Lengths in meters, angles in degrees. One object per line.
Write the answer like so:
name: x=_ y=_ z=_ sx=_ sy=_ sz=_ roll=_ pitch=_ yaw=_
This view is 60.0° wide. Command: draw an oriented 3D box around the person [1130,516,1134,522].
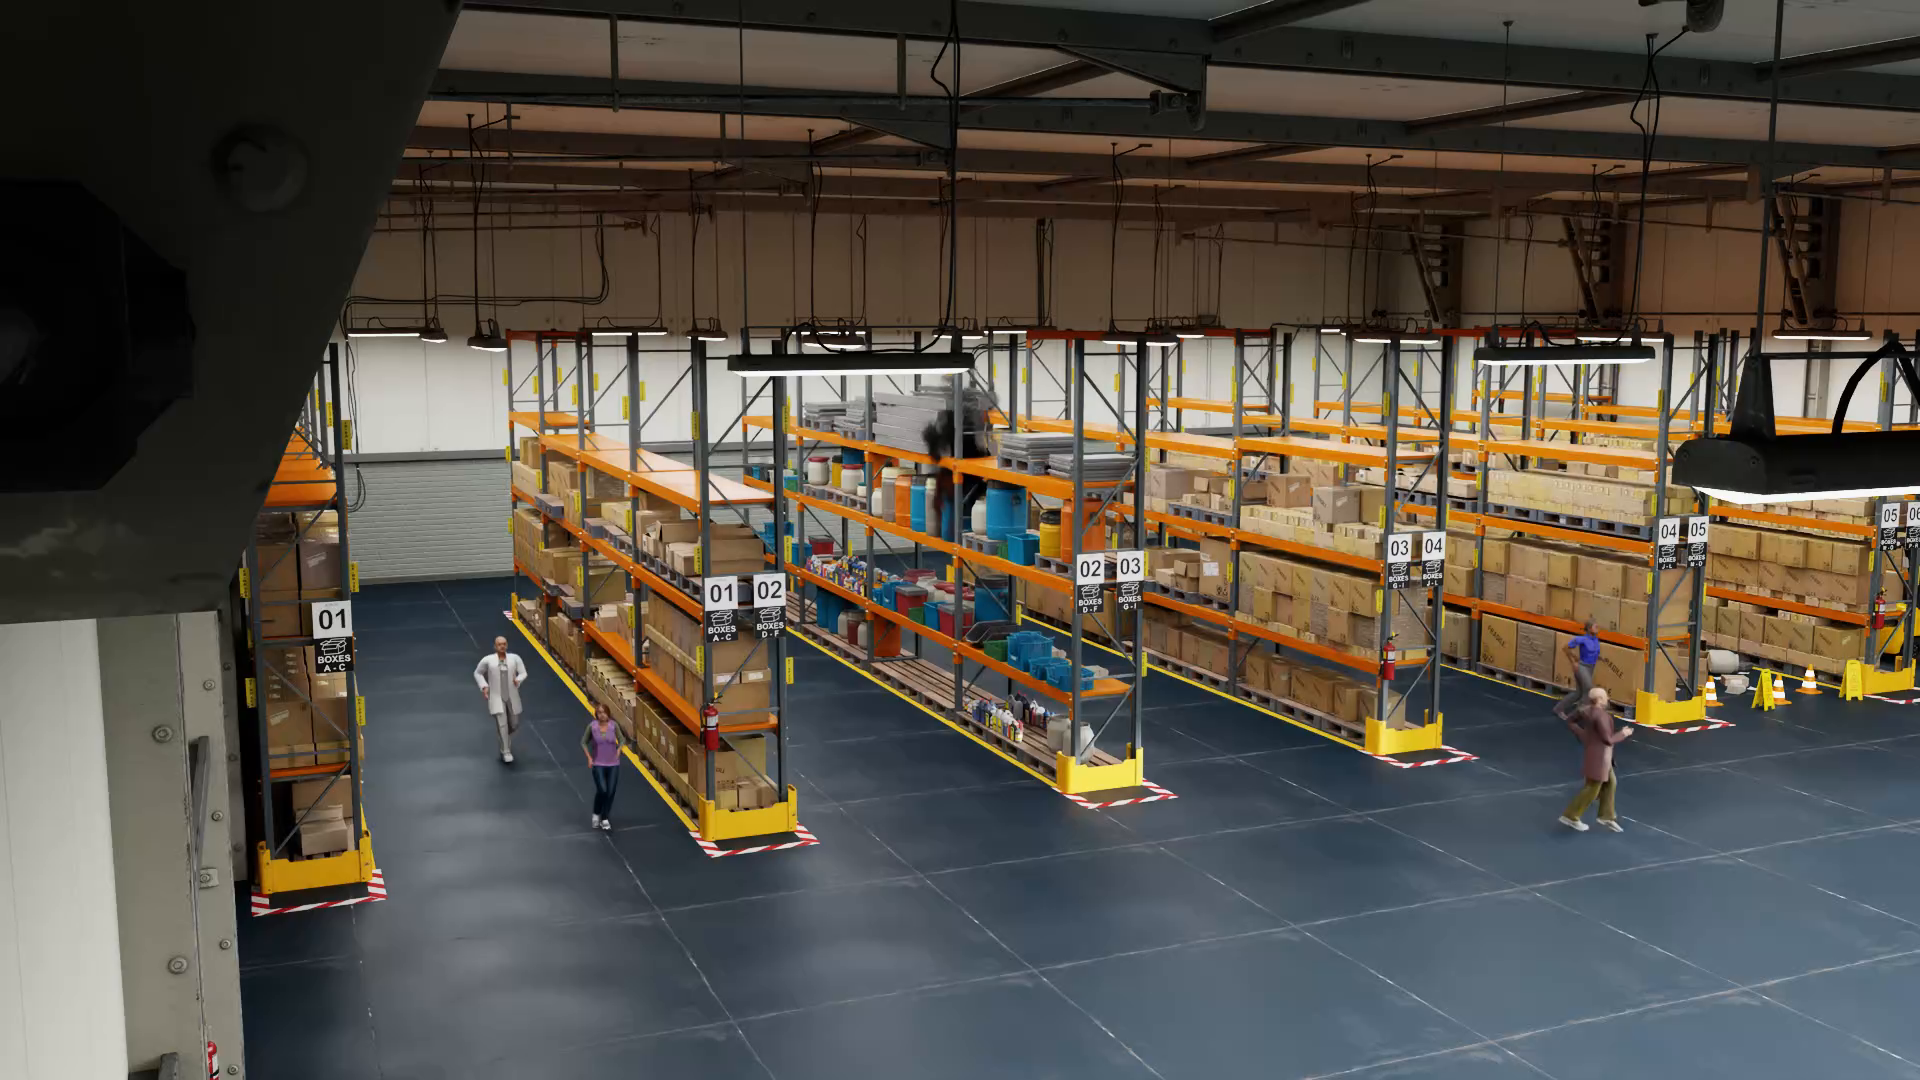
person: x=4.429 y=-0.173 z=41.861 sx=0.892 sy=1.630 sz=0.738 roll=1 pitch=8 yaw=4

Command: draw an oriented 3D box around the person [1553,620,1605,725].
person: x=9.620 y=2.052 z=25.608 sx=0.600 sy=1.673 sz=0.850 roll=-7 pitch=10 yaw=-40

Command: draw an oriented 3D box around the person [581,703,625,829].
person: x=-4.372 y=2.790 z=20.486 sx=0.531 sy=1.551 sz=0.515 roll=-3 pitch=8 yaw=-19

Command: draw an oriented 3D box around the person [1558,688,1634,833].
person: x=7.735 y=2.696 z=20.245 sx=0.831 sy=1.831 sz=0.685 roll=1 pitch=8 yaw=5

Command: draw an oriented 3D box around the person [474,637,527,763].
person: x=-6.535 y=2.245 z=23.743 sx=0.720 sy=1.746 sz=0.912 roll=-4 pitch=9 yaw=-27
